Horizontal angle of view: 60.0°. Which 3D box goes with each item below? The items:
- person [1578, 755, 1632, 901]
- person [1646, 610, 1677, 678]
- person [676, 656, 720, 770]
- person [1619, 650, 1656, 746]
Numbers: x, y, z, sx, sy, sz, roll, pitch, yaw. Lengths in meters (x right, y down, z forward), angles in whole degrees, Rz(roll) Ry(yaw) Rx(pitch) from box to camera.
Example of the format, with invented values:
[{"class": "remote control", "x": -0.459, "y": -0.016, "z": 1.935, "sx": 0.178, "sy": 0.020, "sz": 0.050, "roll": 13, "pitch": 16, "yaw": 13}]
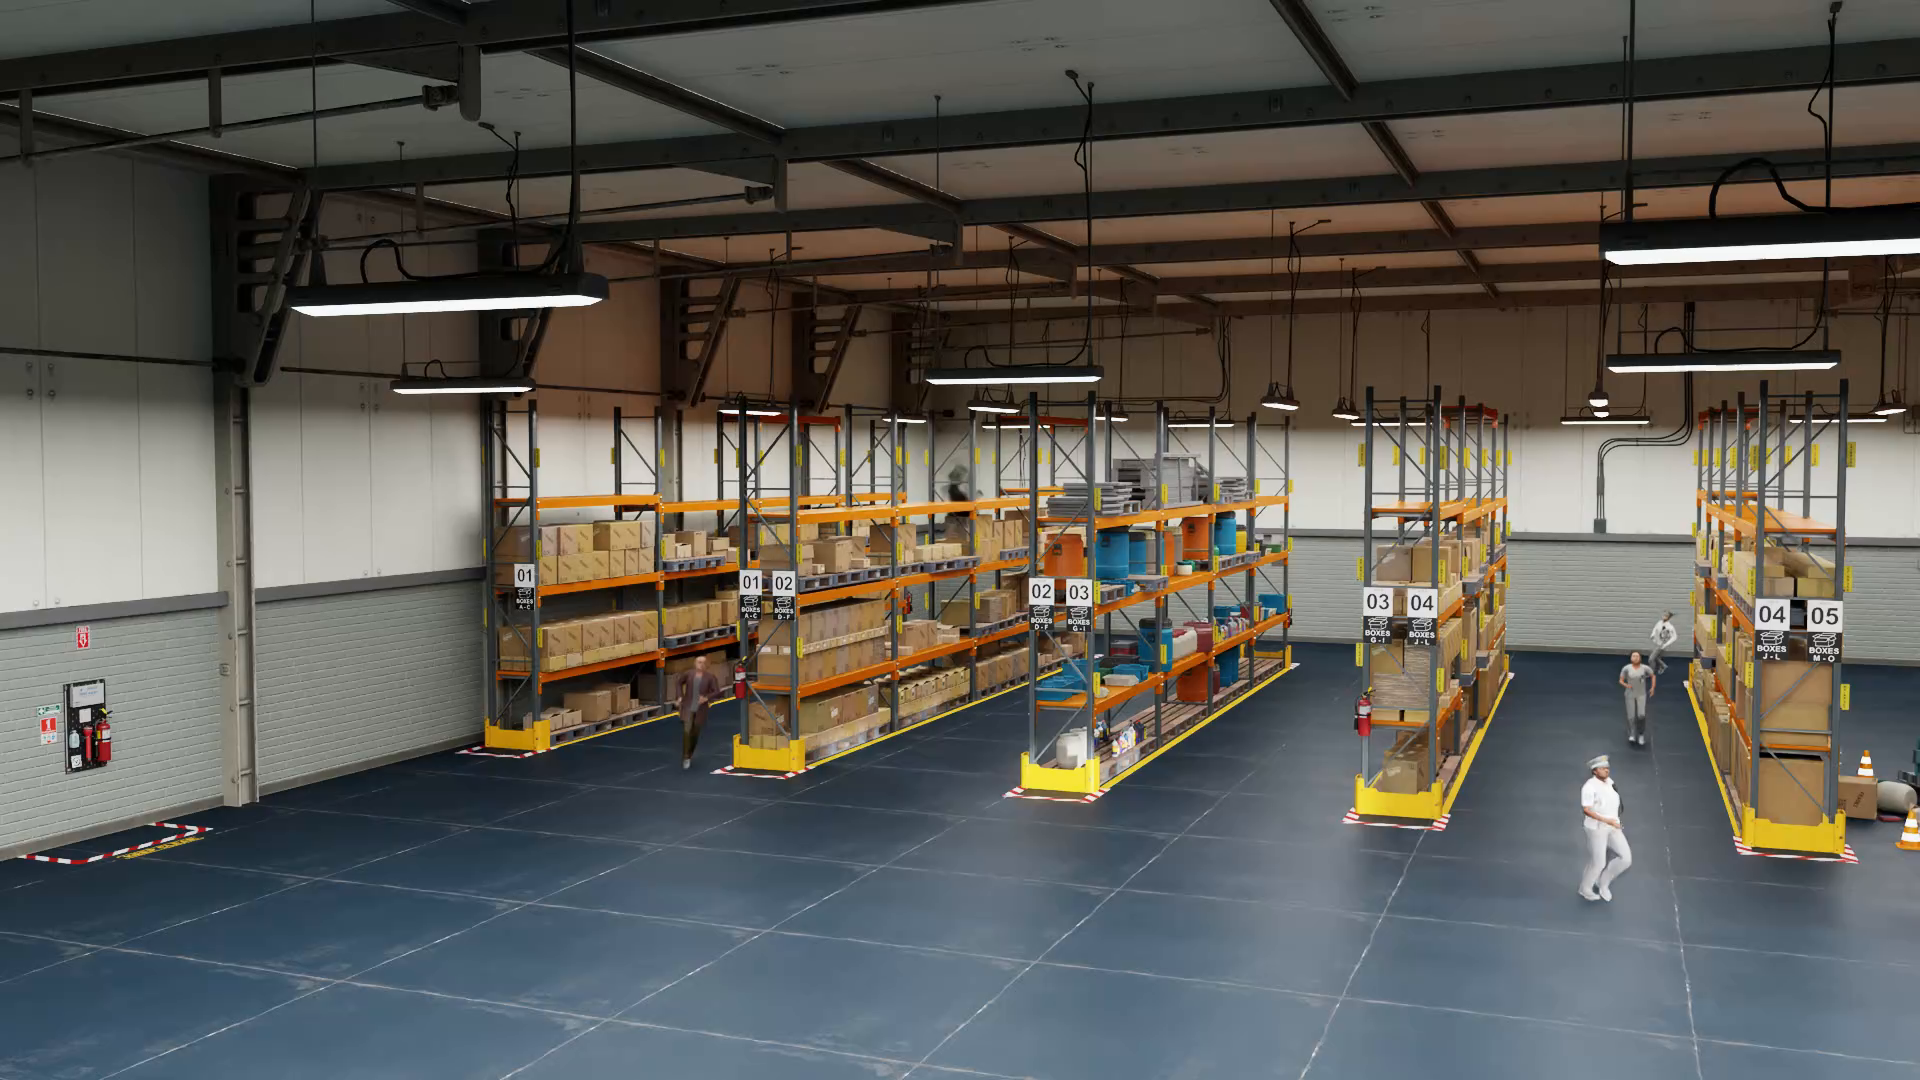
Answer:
[{"class": "person", "x": 7.258, "y": 3.242, "z": 18.722, "sx": 0.589, "sy": 1.659, "sz": 0.617, "roll": -1, "pitch": 3, "yaw": -26}, {"class": "person", "x": 15.922, "y": 2.355, "z": 37.601, "sx": 0.661, "sy": 1.580, "sz": 0.776, "roll": -1, "pitch": 3, "yaw": -21}, {"class": "person", "x": -4.282, "y": 2.784, "z": 27.167, "sx": 0.714, "sy": 1.785, "sz": 0.919, "roll": 0, "pitch": 3, "yaw": -9}, {"class": "person", "x": 11.782, "y": 2.751, "z": 28.942, "sx": 0.591, "sy": 1.678, "sz": 0.664, "roll": 1, "pitch": 3, "yaw": 22}]
